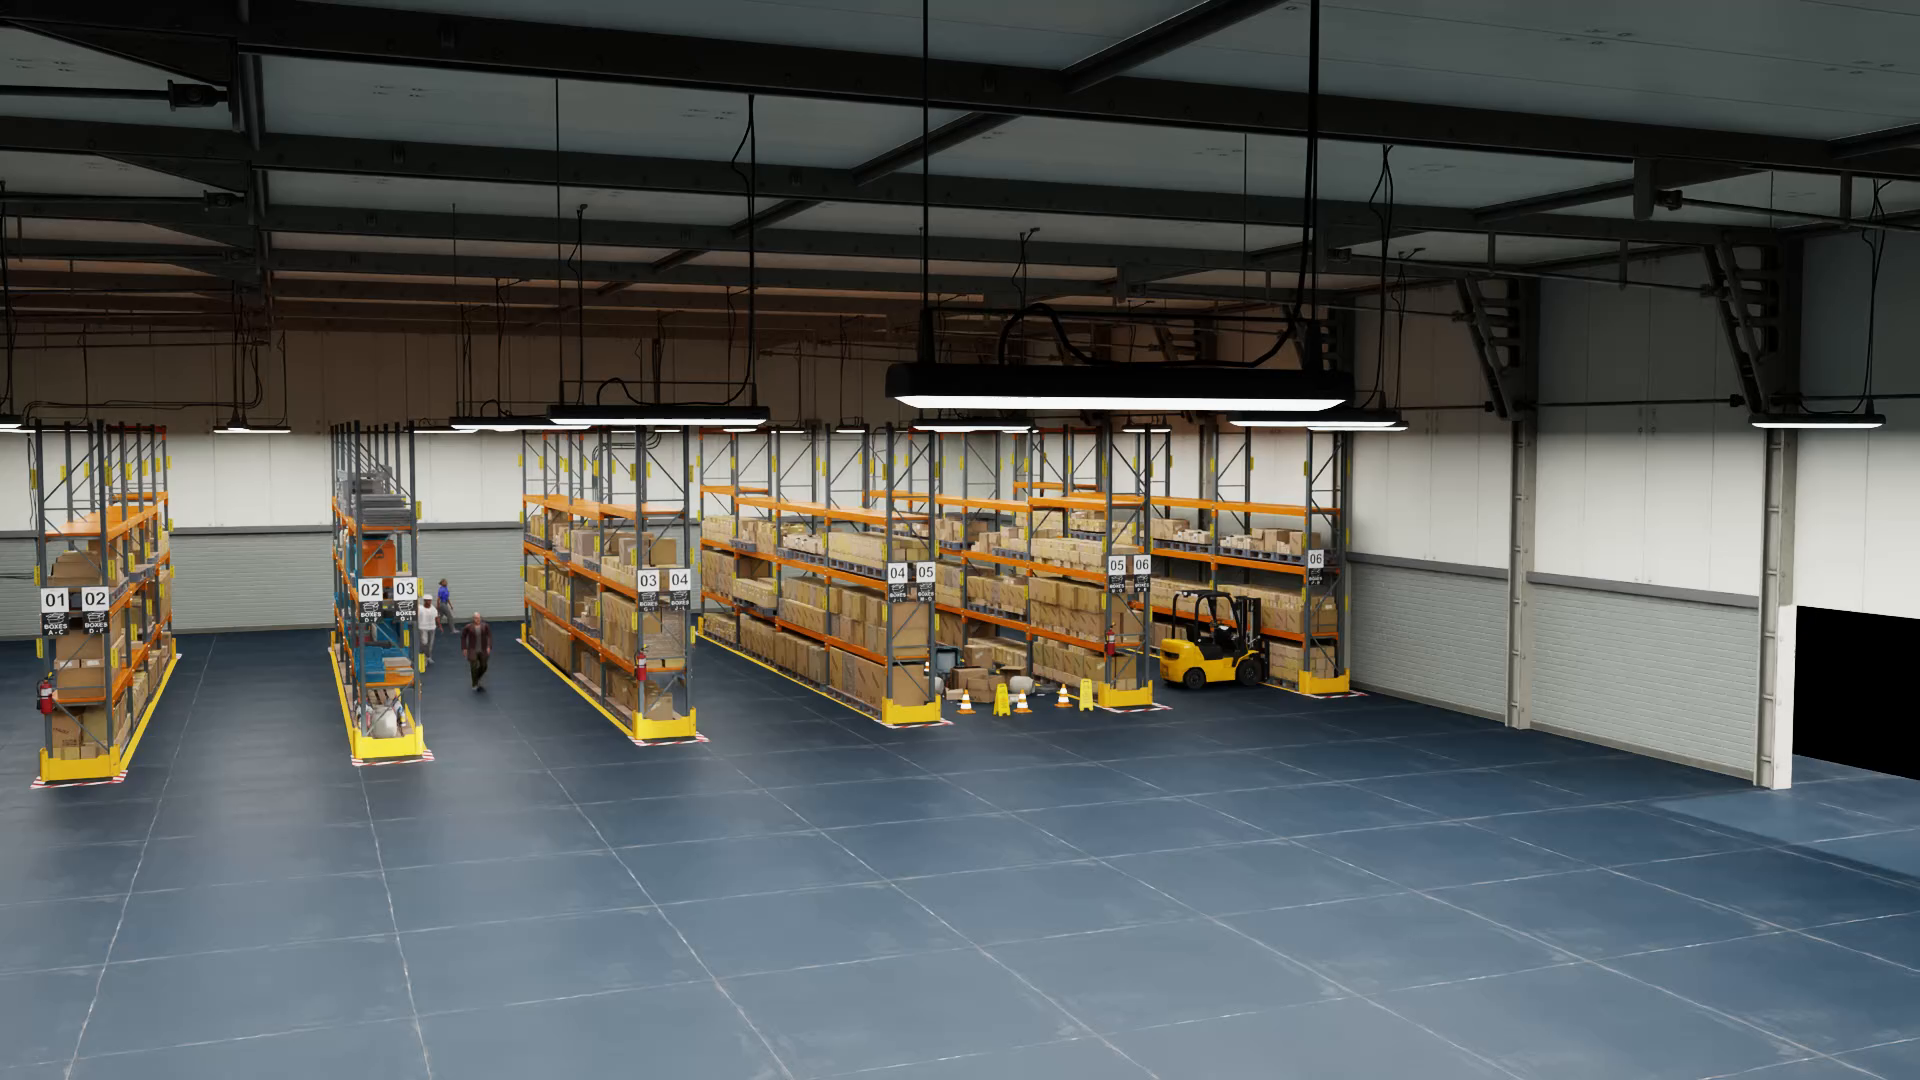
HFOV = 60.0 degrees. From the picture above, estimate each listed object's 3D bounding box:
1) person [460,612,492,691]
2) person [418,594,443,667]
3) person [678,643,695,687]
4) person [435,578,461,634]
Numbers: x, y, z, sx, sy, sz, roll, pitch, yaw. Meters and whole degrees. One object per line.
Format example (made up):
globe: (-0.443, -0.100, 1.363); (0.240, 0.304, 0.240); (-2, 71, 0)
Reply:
person: (-10.958, 2.502, 37.636); (0.667, 1.763, 0.753); (-2, 4, -28)
person: (-13.293, 2.270, 41.550); (0.667, 1.837, 0.542); (-3, 4, -37)
person: (-6.365, 2.465, 38.386); (0.782, 1.761, 0.600); (4, 5, 45)
person: (-14.942, 1.907, 48.063); (1.004, 1.609, 0.448); (0, 4, -8)
